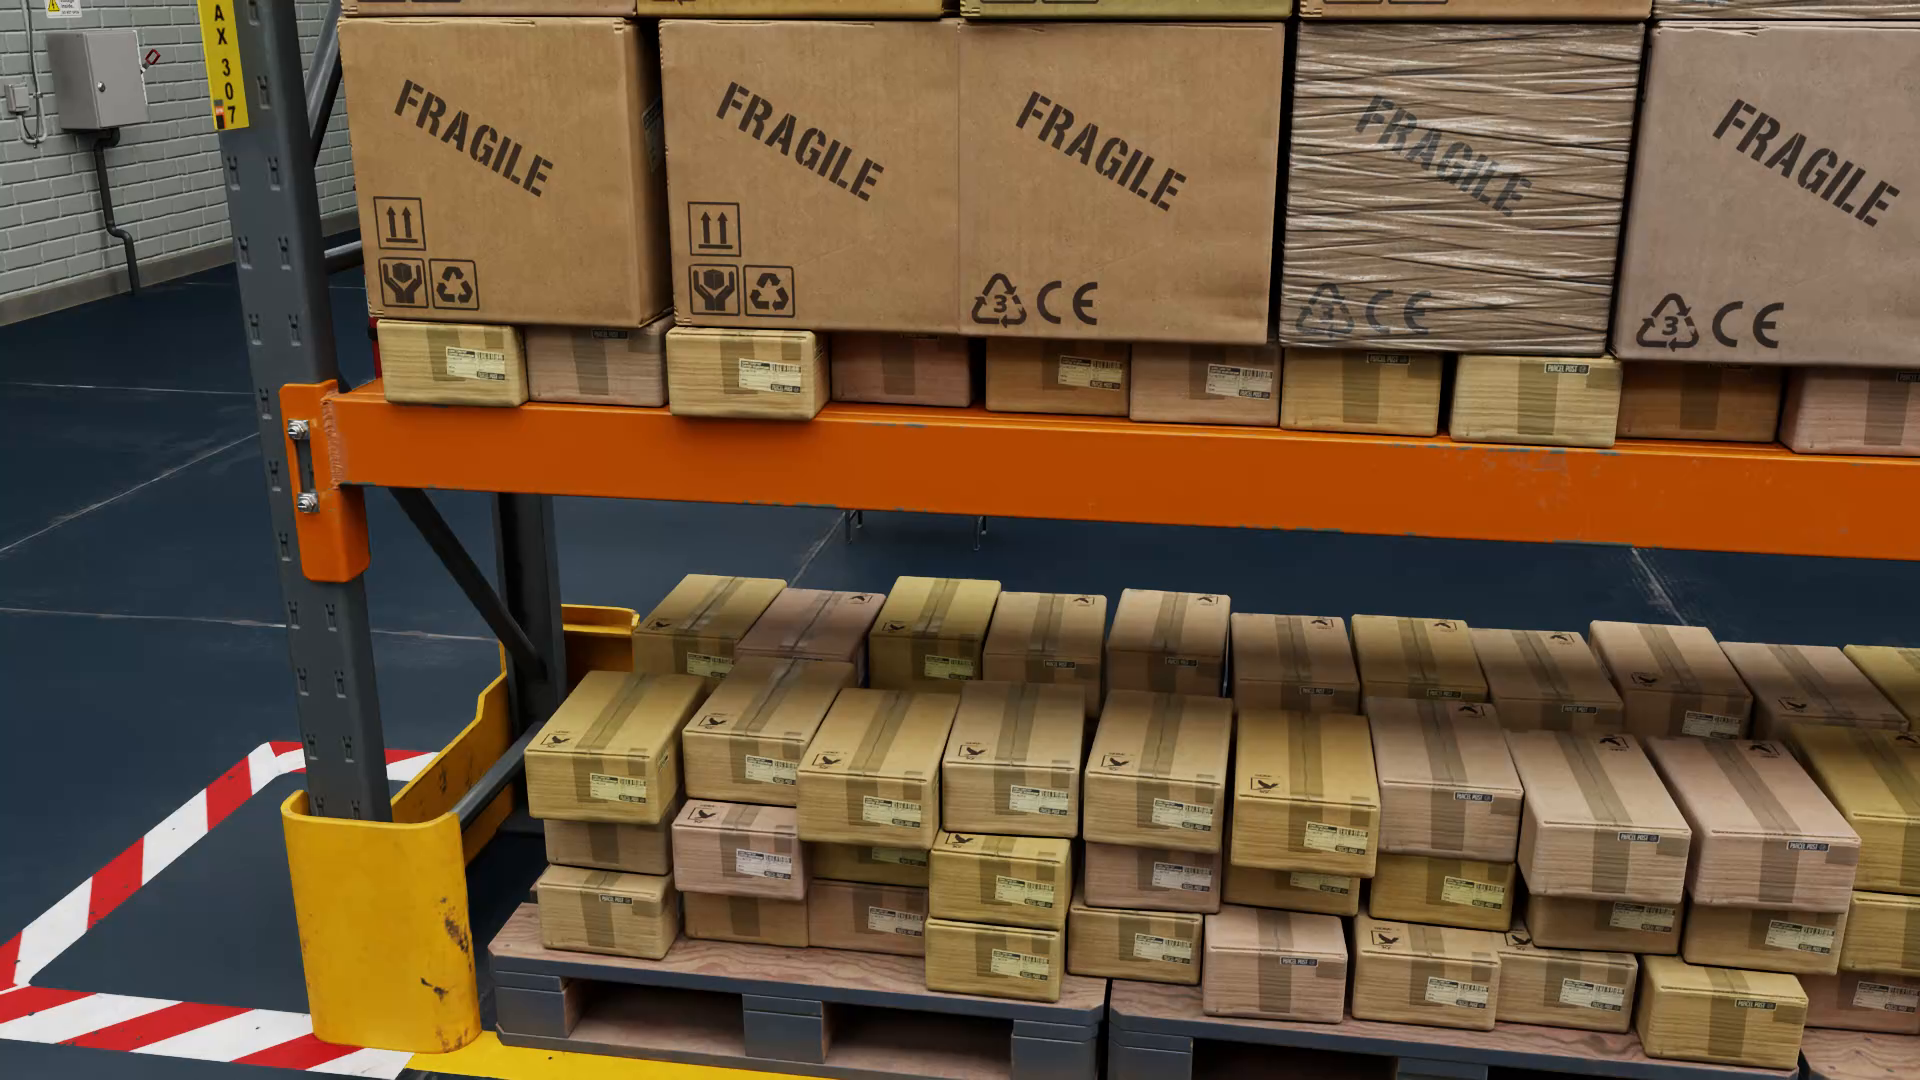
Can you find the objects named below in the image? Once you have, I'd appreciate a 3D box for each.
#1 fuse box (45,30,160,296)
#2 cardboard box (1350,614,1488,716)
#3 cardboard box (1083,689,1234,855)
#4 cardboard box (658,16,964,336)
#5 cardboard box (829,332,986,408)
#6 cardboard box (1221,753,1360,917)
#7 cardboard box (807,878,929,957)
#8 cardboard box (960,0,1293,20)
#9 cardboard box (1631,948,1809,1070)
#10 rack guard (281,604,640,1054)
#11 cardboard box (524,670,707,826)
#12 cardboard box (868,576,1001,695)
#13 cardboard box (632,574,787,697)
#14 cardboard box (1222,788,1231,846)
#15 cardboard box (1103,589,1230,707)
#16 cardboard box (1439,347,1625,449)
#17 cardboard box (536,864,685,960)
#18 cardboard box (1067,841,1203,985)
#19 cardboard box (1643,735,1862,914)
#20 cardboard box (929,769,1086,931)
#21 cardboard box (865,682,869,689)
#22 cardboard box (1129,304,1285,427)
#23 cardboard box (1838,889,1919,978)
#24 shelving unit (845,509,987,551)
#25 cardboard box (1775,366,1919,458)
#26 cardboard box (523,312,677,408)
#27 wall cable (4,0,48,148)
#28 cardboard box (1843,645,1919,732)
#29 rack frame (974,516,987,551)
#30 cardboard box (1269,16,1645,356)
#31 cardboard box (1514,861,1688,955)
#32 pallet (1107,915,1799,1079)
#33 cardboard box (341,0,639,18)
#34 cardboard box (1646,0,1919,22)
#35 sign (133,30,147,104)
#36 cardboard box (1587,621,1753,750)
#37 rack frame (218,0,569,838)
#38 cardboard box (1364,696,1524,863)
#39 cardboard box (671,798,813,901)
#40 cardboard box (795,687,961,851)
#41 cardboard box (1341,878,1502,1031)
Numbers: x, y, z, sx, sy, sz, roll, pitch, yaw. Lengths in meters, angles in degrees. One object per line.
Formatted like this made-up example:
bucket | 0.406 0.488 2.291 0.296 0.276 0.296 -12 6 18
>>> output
fuse box | -5.538 -2.474 11.001 0.414 1.711 0.539 3 19 9
cardboard box | 0.974 0.301 3.570 0.250 0.149 0.380 3 19 9
cardboard box | 0.384 0.434 3.173 0.250 0.149 0.380 4 19 11
cardboard box | -0.197 -0.662 2.929 0.500 0.500 0.500 3 19 9
cardboard box | -0.069 -0.364 3.059 0.250 0.149 0.380 4 19 11
cardboard box | 0.652 0.564 3.253 0.250 0.149 0.380 4 19 11
cardboard box | -0.145 0.675 3.389 0.250 0.149 0.380 3 19 9
cardboard box | 0.281 -1.102 2.668 0.500 0.500 0.500 2 19 7
cardboard box | 1.357 0.787 3.055 0.250 0.149 0.380 3 19 9
rack guard | -1.054 0.587 3.760 0.348 0.500 1.175 3 19 9
cardboard box | -0.666 0.401 3.270 0.250 0.149 0.380 2 19 6
cardboard box | -0.051 0.220 3.813 0.250 0.149 0.380 3 19 7
cardboard box | -0.566 0.216 3.824 0.250 0.149 0.380 3 19 9
cardboard box | 0.715 0.555 3.748 0.250 0.149 0.380 3 19 10
cardboard box | 0.468 0.249 3.726 0.250 0.149 0.380 4 19 11
cardboard box | 0.946 -0.279 2.805 0.250 0.149 0.380 3 19 10
cardboard box | -0.663 0.677 3.382 0.250 0.149 0.380 3 19 10
cardboard box | 0.357 0.705 3.299 0.250 0.149 0.380 3 19 9
cardboard box | 1.396 0.501 2.973 0.250 0.149 0.380 2 19 6
cardboard box | 0.101 0.579 3.206 0.250 0.149 0.380 4 19 10
cardboard box | -0.313 0.377 3.812 0.250 0.149 0.380 2 19 7
cardboard box | 0.434 -0.321 2.931 0.250 0.149 0.380 3 19 8
cardboard box | 1.690 0.634 3.044 0.250 0.149 0.380 3 19 9
shelving unit | -0.163 -0.577 6.138 0.503 1.200 0.258 3 19 9
cardboard box | 1.451 -0.259 2.745 0.250 0.149 0.380 2 19 6
cardboard box | -0.603 -0.364 3.060 0.250 0.149 0.380 4 19 11
wall cable | -5.801 -3.361 10.020 0.122 1.984 0.588 3 19 9
cardboard box | 1.993 0.358 3.400 0.250 0.149 0.380 3 19 8
rack frame | 0.077 -0.565 6.101 0.015 1.200 0.240 3 19 9
cardboard box | 0.789 -0.610 2.773 0.500 0.500 0.500 2 19 7
cardboard box | 1.174 0.607 3.123 0.250 0.149 0.380 2 19 6
pallet | 0.943 0.838 3.465 1.213 0.211 1.003 3 19 9
cardboard box | -0.728 -1.159 2.837 0.500 0.500 0.500 3 19 8
cardboard box | 1.299 -1.057 2.532 0.500 0.500 0.500 3 19 10
sign | -5.664 -3.205 11.305 0.001 0.494 0.329 3 19 9
cardboard box | 1.493 0.314 3.532 0.250 0.149 0.380 3 19 10
rack frame | -1.129 -0.602 3.375 0.127 3.000 1.000 3 19 9
cardboard box | 0.900 0.444 3.142 0.250 0.149 0.380 3 19 9
cardboard box | -0.391 0.548 3.301 0.250 0.149 0.380 3 19 8
cardboard box | -0.146 0.430 3.183 0.250 0.149 0.380 3 19 9
cardboard box | 0.867 0.751 3.162 0.250 0.149 0.380 3 19 9
